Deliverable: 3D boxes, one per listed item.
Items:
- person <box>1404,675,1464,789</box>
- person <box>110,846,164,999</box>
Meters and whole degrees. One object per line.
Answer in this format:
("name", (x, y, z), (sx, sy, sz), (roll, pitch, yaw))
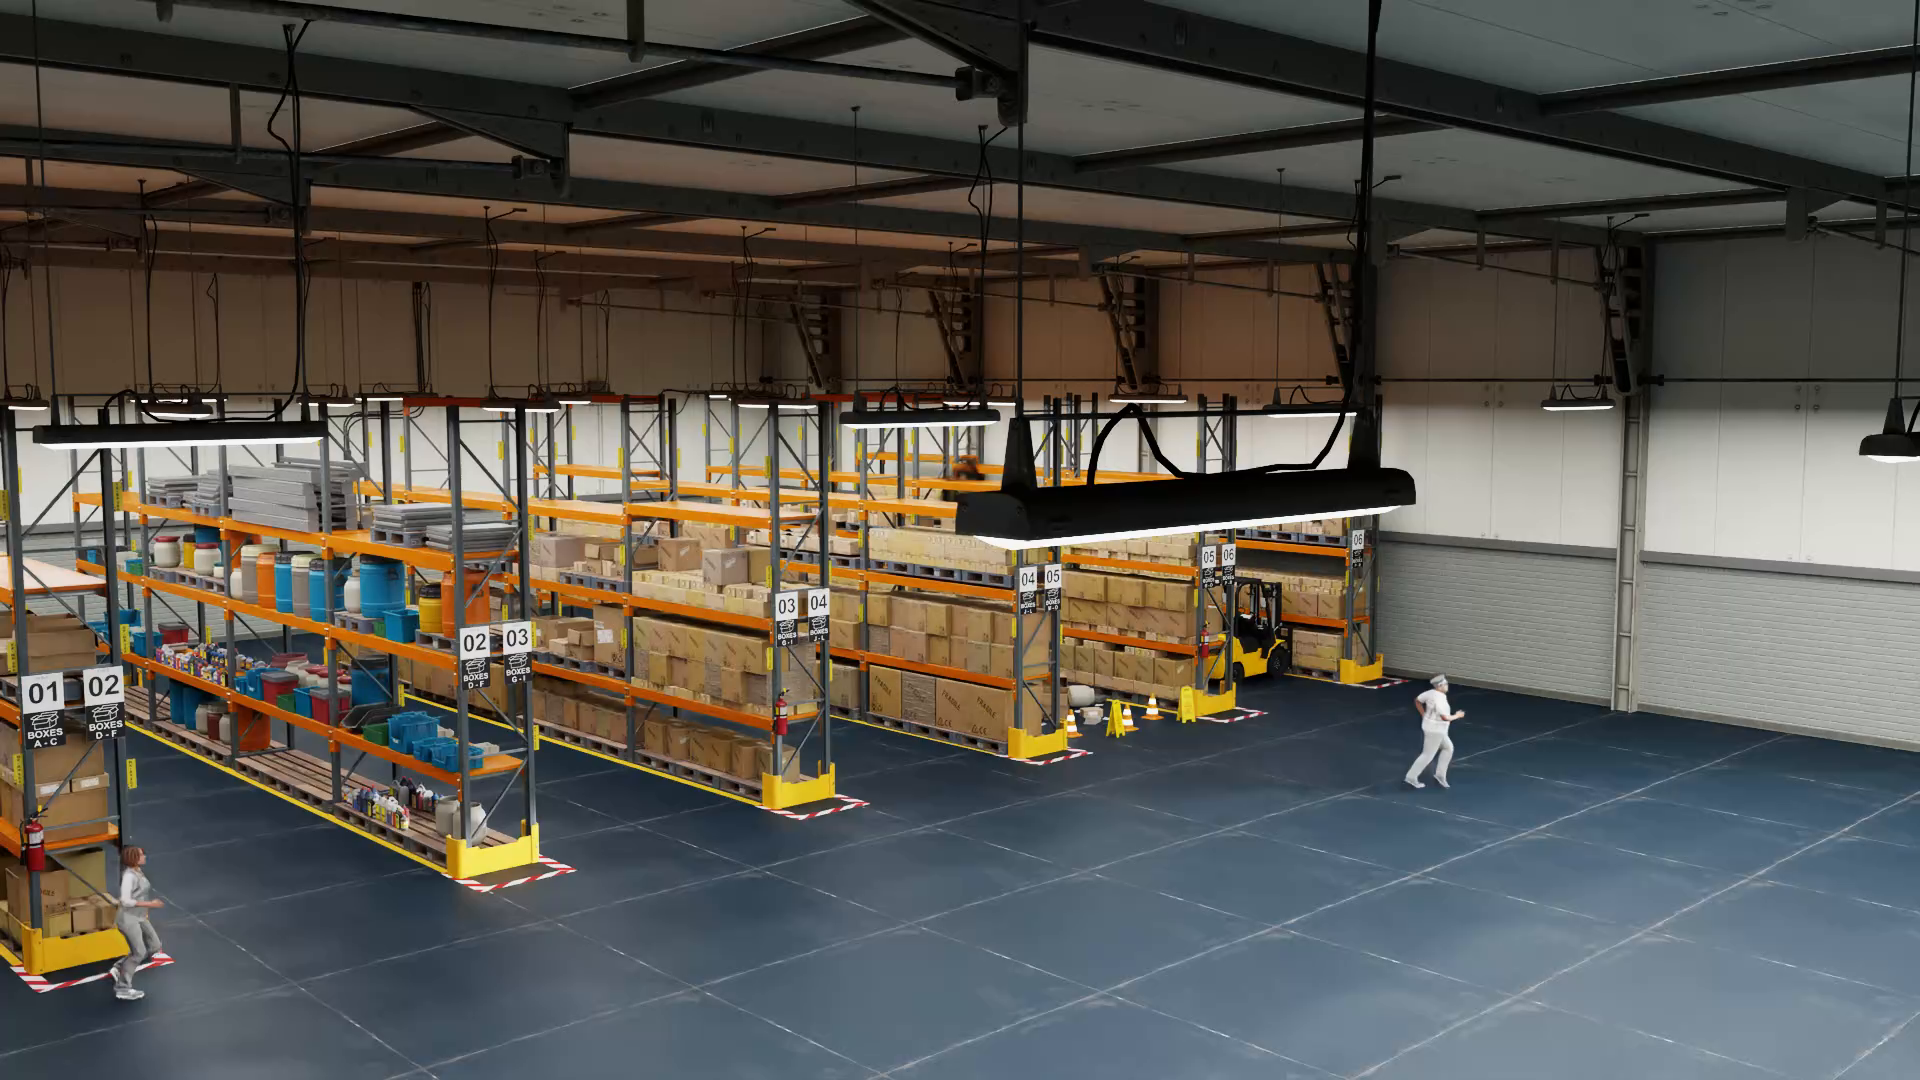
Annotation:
("person", (7.312, 2.978, 25.687), (0.916, 1.829, 0.673), (0, 6, 3))
("person", (-8.461, 3.912, 17.111), (0.563, 1.552, 0.580), (-1, 6, -12))
